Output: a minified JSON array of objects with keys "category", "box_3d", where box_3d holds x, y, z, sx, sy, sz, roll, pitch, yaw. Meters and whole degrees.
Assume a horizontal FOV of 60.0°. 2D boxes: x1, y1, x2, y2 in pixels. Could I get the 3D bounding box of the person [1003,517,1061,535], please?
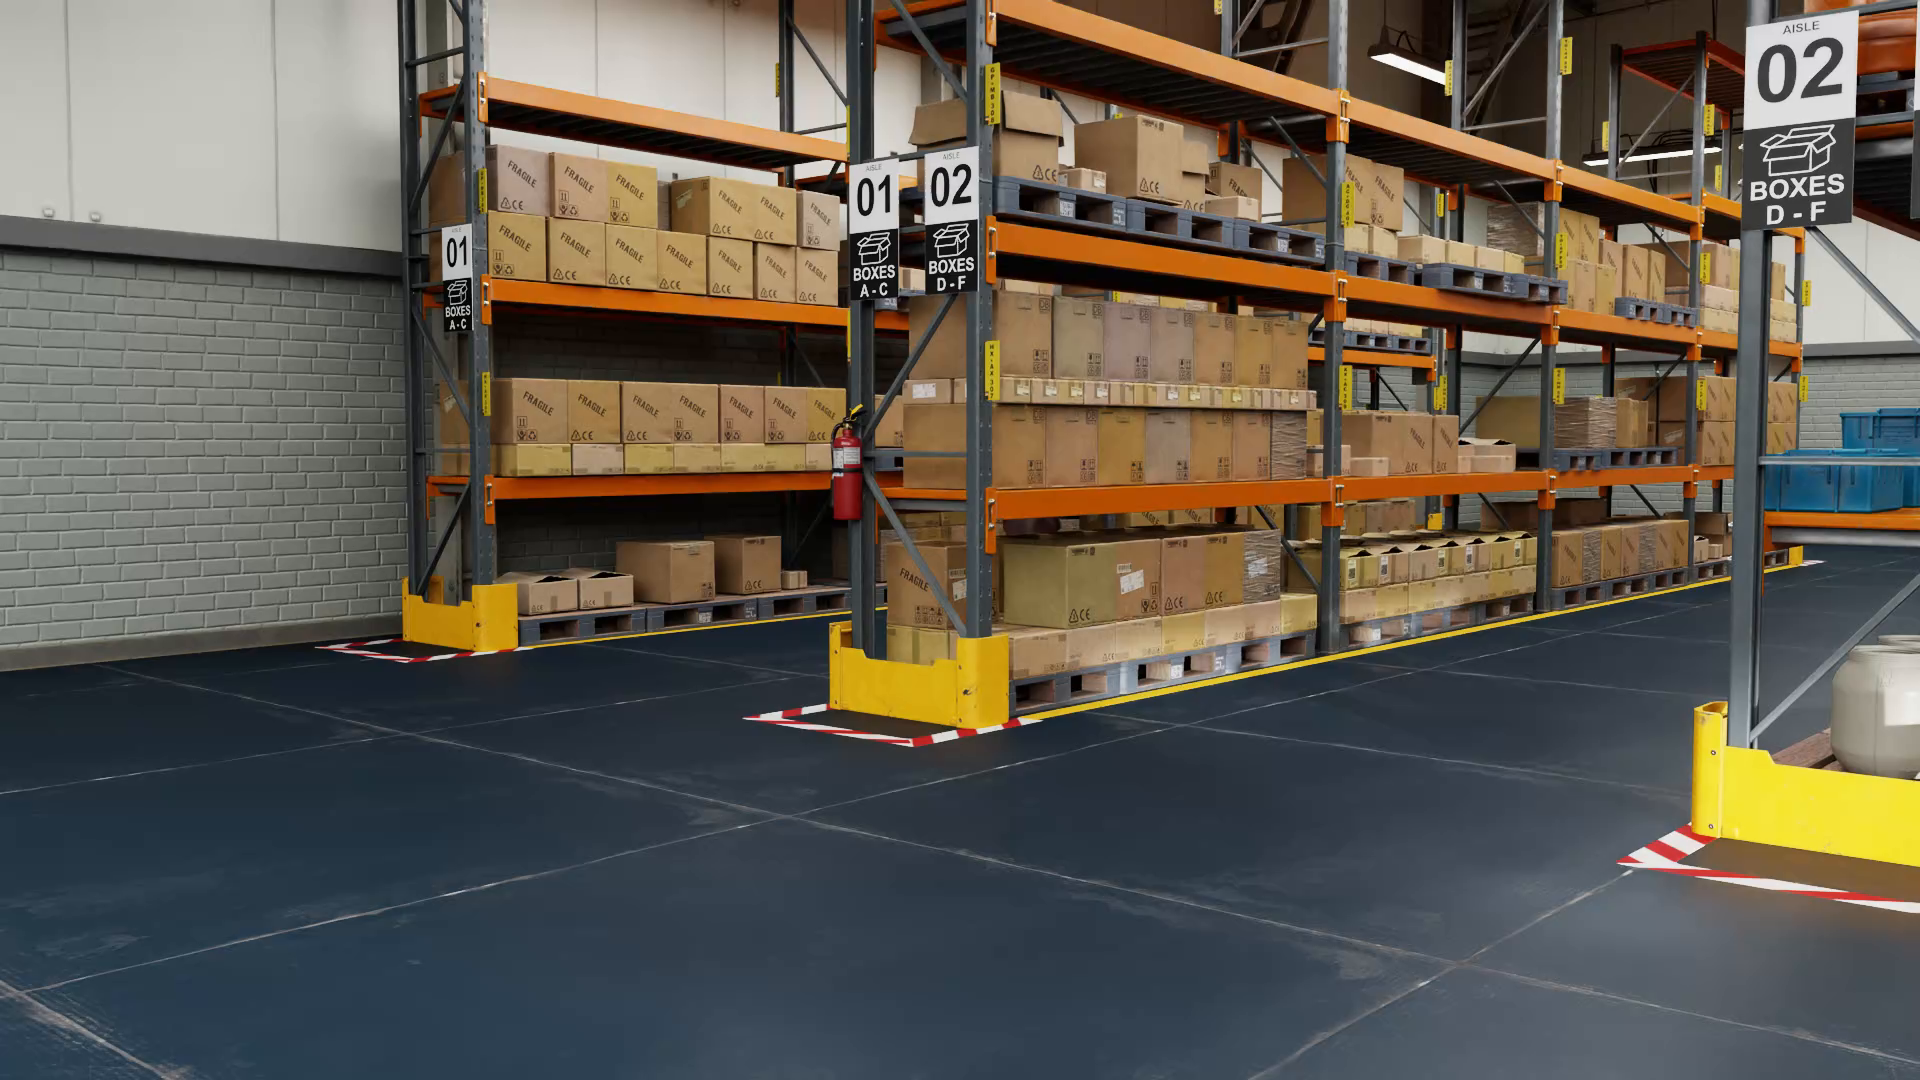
[{"category":"person","box_3d":[0.546,0.037,12.904,0.572,1.574,0.384,3,5,43]}]
